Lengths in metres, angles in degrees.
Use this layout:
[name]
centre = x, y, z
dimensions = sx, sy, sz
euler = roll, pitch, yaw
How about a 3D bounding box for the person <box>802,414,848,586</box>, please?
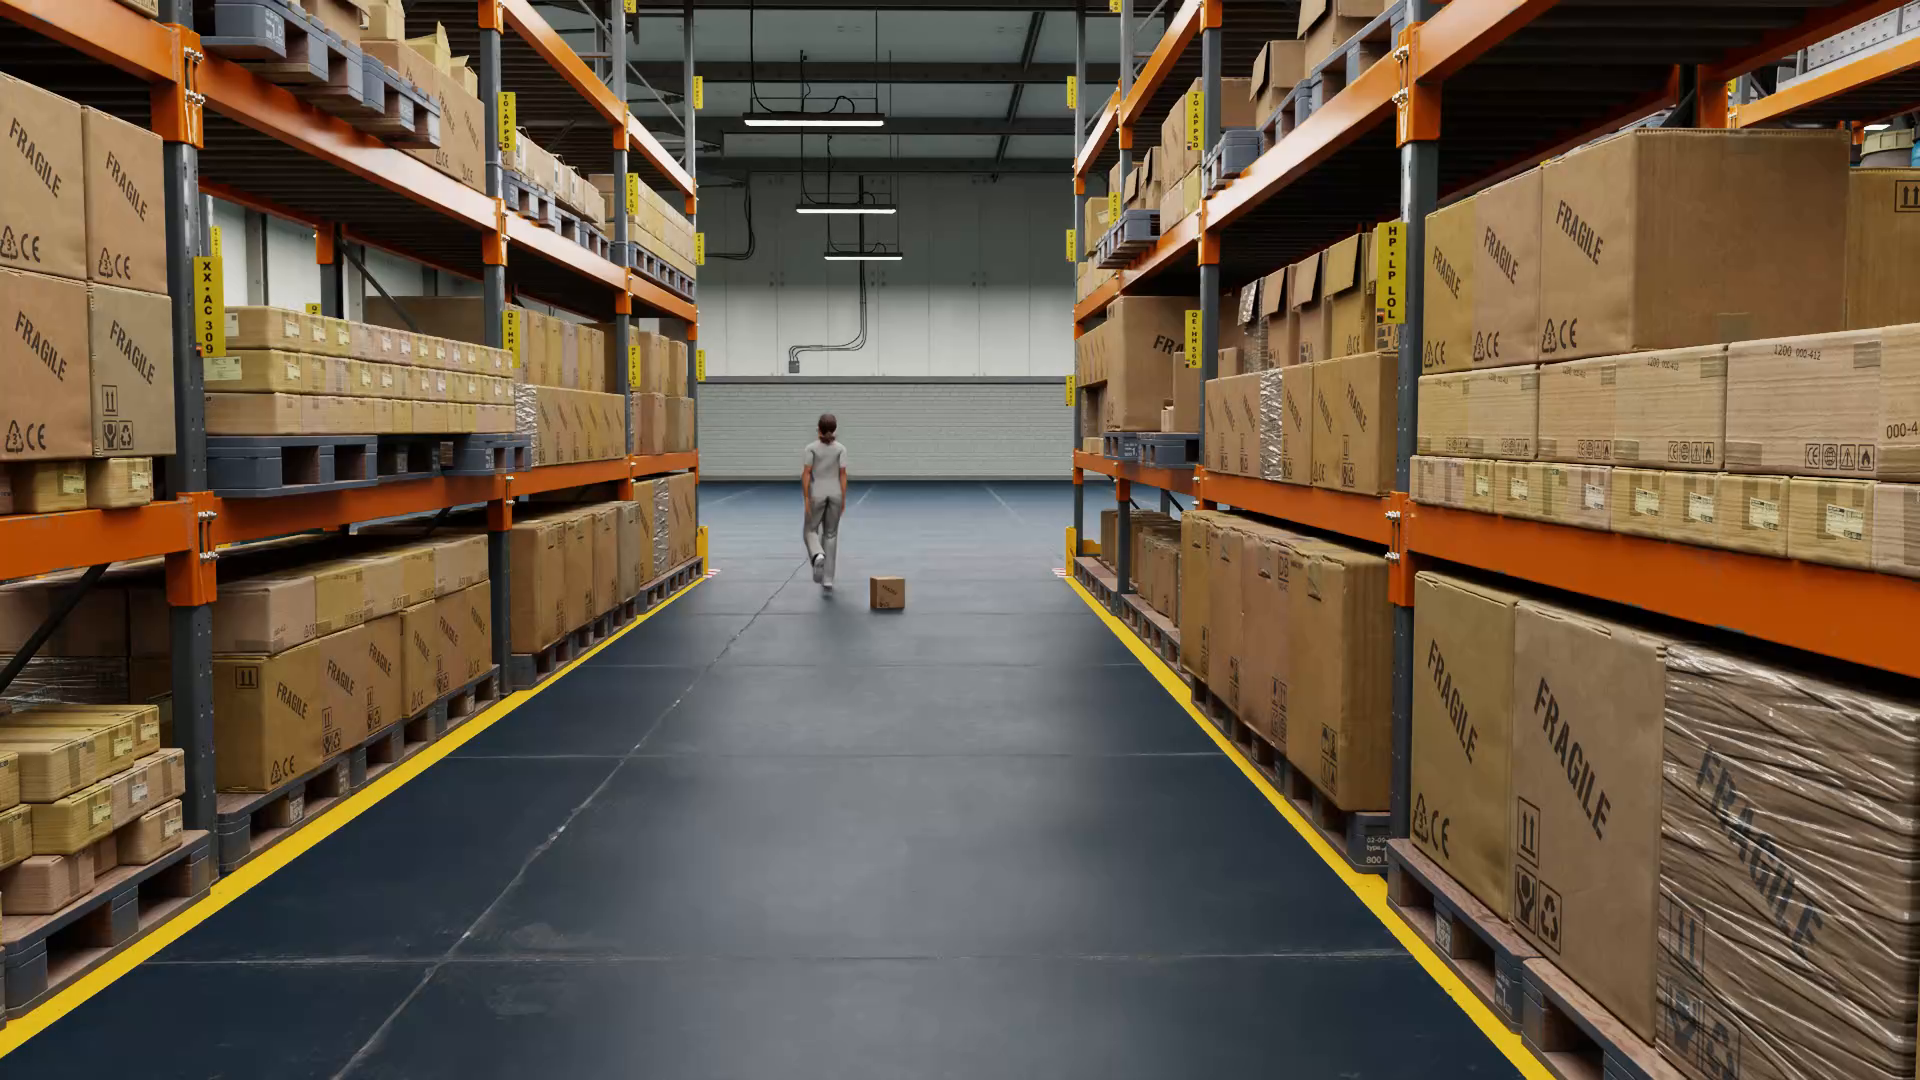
[person]
centre = -1.295, -0.383, 15.956
dimensions = 0.444, 1.653, 0.541
euler = -1, 4, -12
